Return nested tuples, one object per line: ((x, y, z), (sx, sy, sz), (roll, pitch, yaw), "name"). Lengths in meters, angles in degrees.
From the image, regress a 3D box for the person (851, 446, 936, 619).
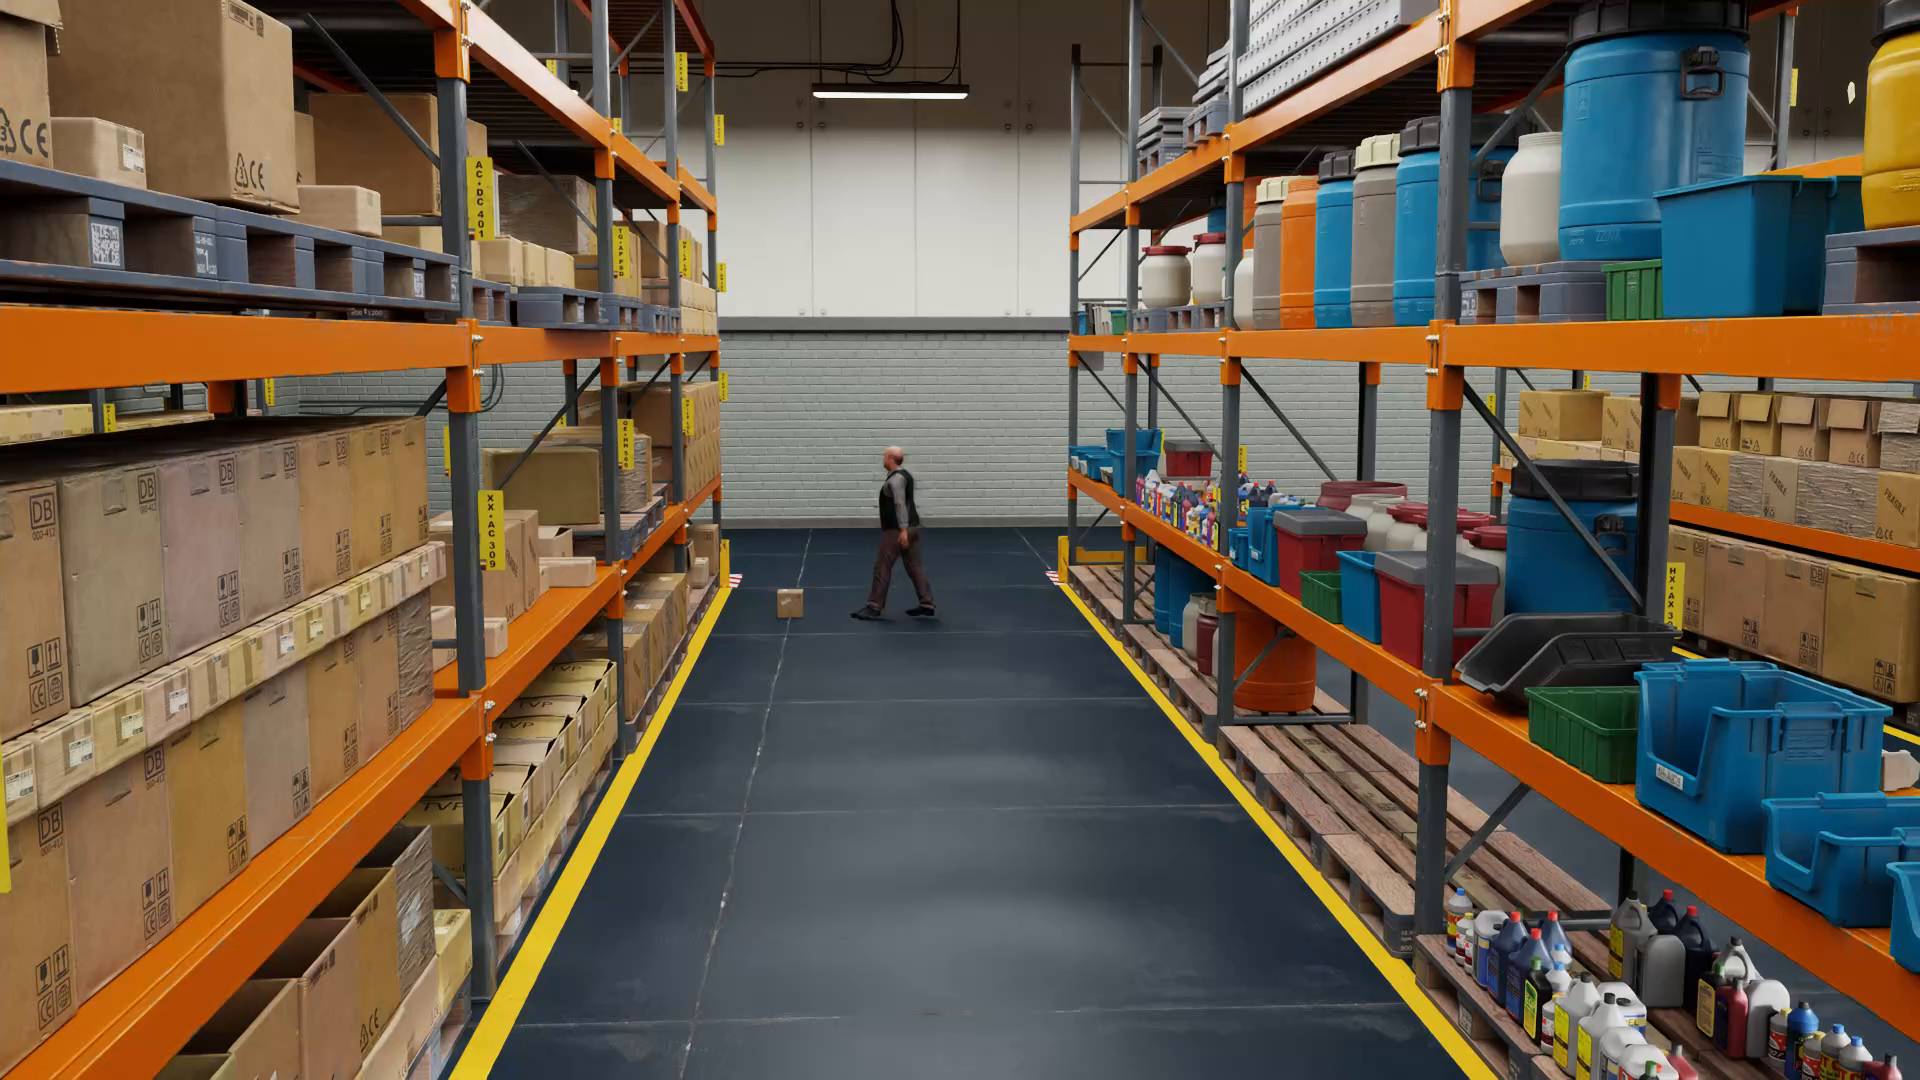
((-0.628, -0.081, 16.497), (0.827, 1.702, 0.559), (2, 7, 17), "person")
